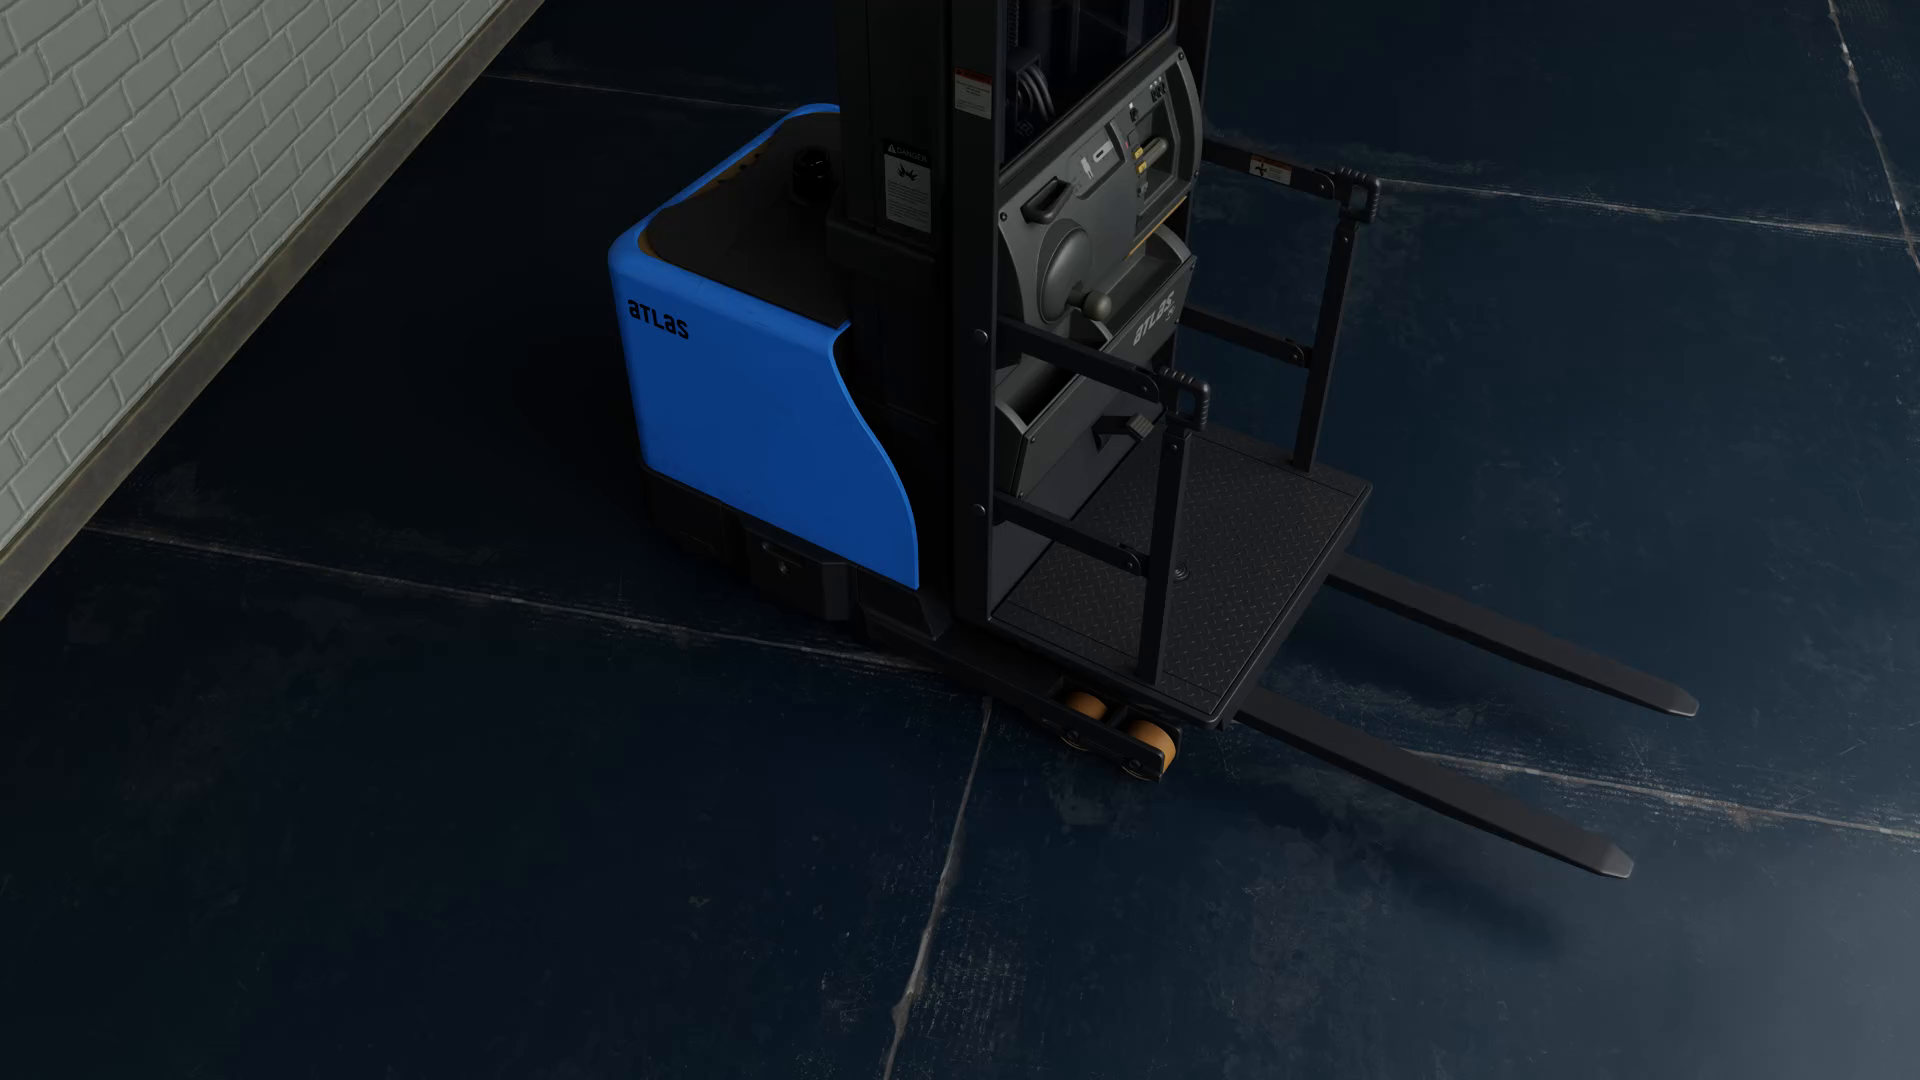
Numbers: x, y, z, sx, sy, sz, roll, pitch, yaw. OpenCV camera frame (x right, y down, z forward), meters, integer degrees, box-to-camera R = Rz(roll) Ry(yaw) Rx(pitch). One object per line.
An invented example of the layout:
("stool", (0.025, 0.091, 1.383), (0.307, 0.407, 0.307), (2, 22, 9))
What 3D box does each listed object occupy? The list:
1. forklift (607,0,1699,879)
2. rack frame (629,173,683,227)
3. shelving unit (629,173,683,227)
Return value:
("forklift", (0.533, -0.822, 3.991), (3.031, 2.935, 1.130), (24, 49, 23))
("rack frame", (-0.926, -0.735, 5.364), (0.006, 0.900, 0.240), (24, 49, 23))
("shelving unit", (-0.840, -0.697, 5.325), (0.210, 0.900, 0.258), (24, 49, 23))
